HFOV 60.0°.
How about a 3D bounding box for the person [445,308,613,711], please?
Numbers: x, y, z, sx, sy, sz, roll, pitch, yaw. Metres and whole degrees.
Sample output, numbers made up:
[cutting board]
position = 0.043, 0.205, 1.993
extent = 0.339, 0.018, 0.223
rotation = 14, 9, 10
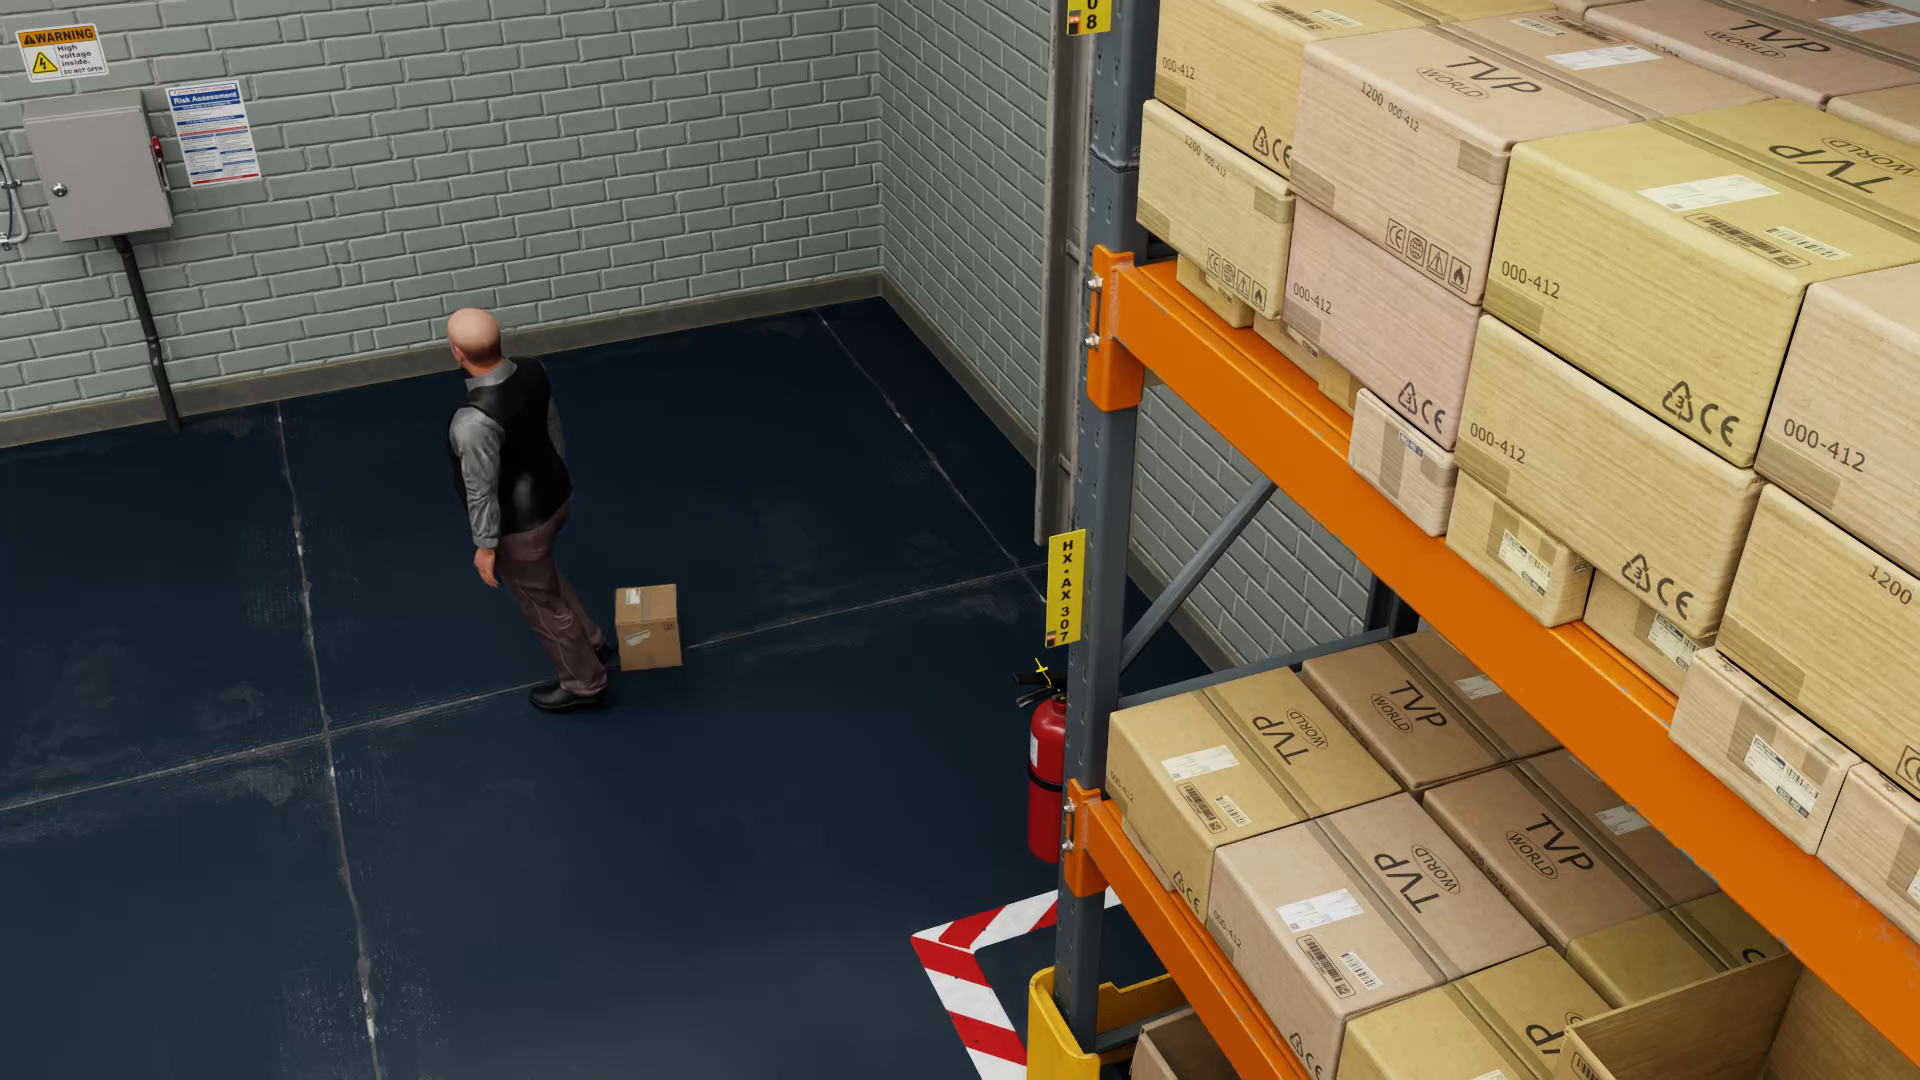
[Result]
[person]
position = -1.625, -0.099, 6.279
extent = 0.453, 1.709, 0.605
rotation = 7, 34, 11
